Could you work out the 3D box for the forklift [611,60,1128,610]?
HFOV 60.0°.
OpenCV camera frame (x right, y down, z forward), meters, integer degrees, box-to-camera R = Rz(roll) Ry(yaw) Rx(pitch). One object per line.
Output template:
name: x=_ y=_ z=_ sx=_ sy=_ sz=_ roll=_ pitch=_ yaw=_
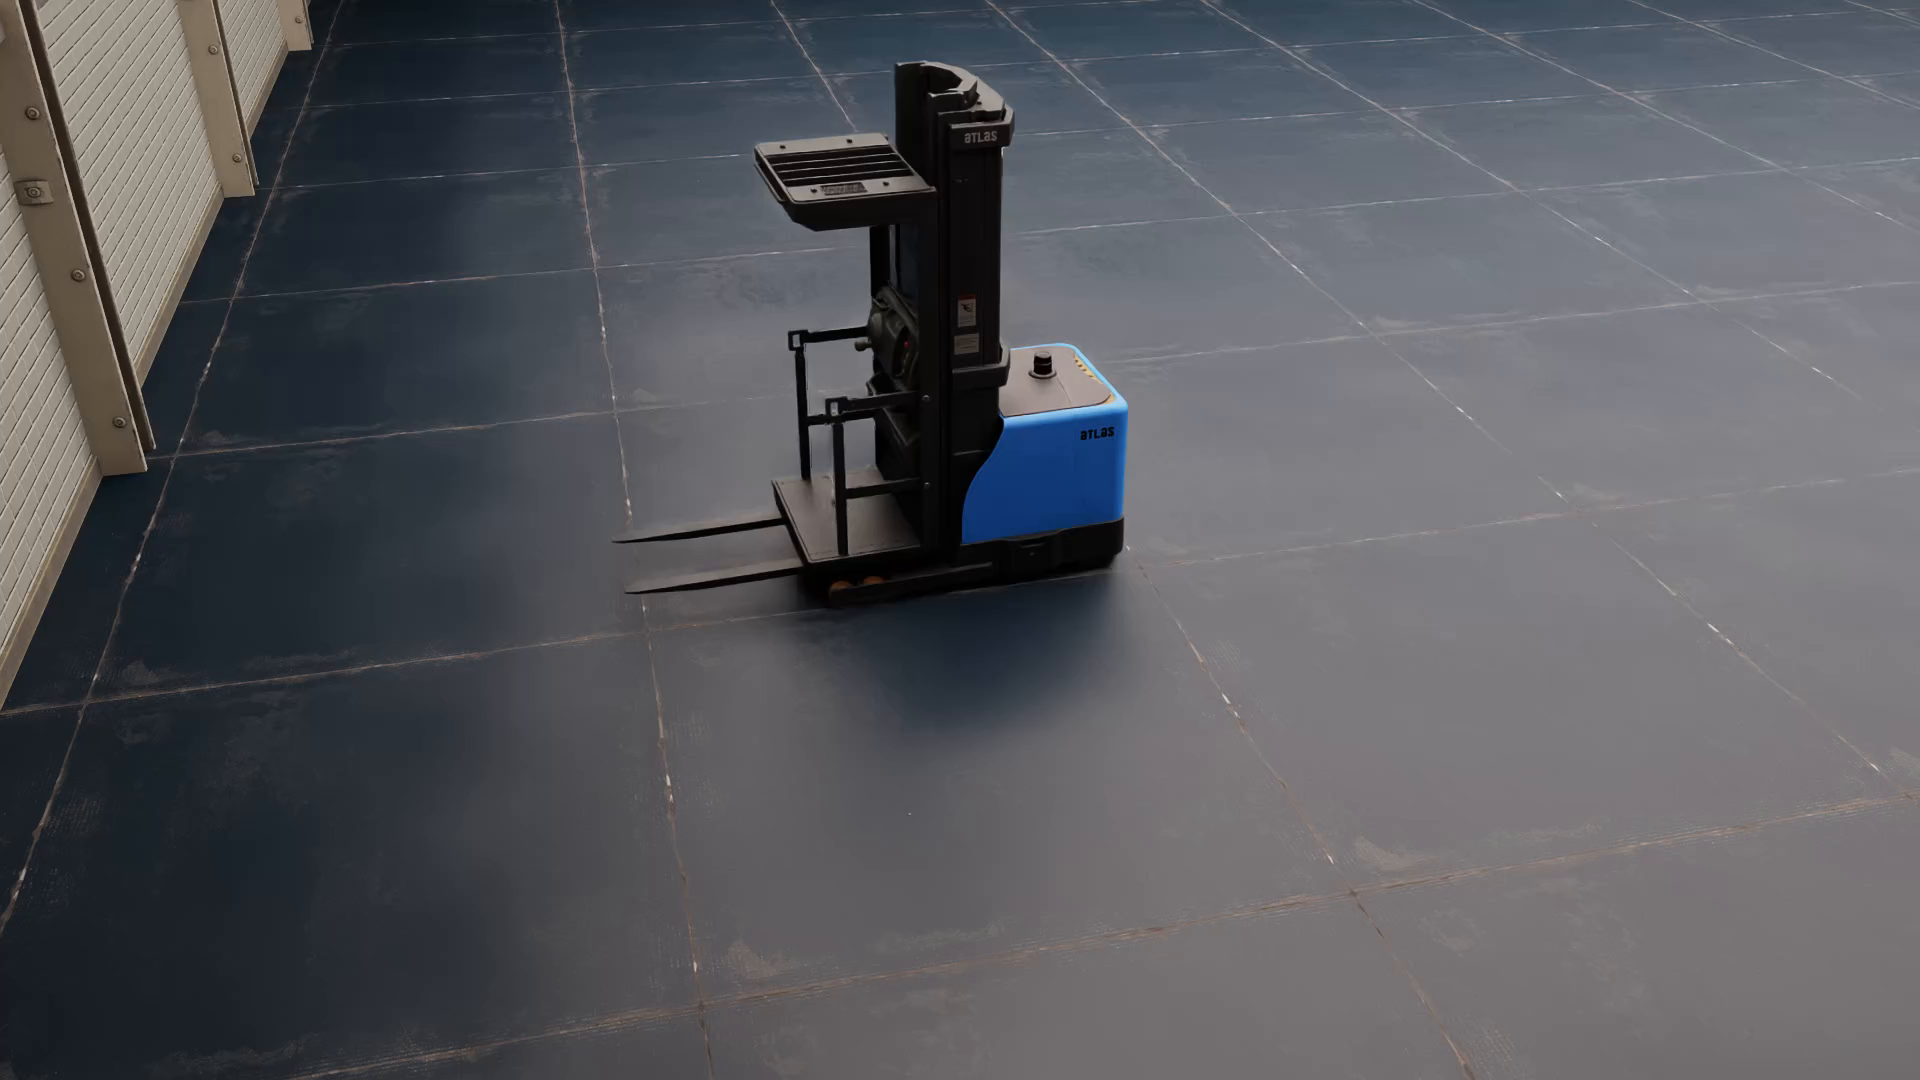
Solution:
forklift: x=-0.572 y=-1.154 z=9.568 sx=3.031 sy=2.935 sz=1.130 roll=-9 pitch=31 yaw=-15
